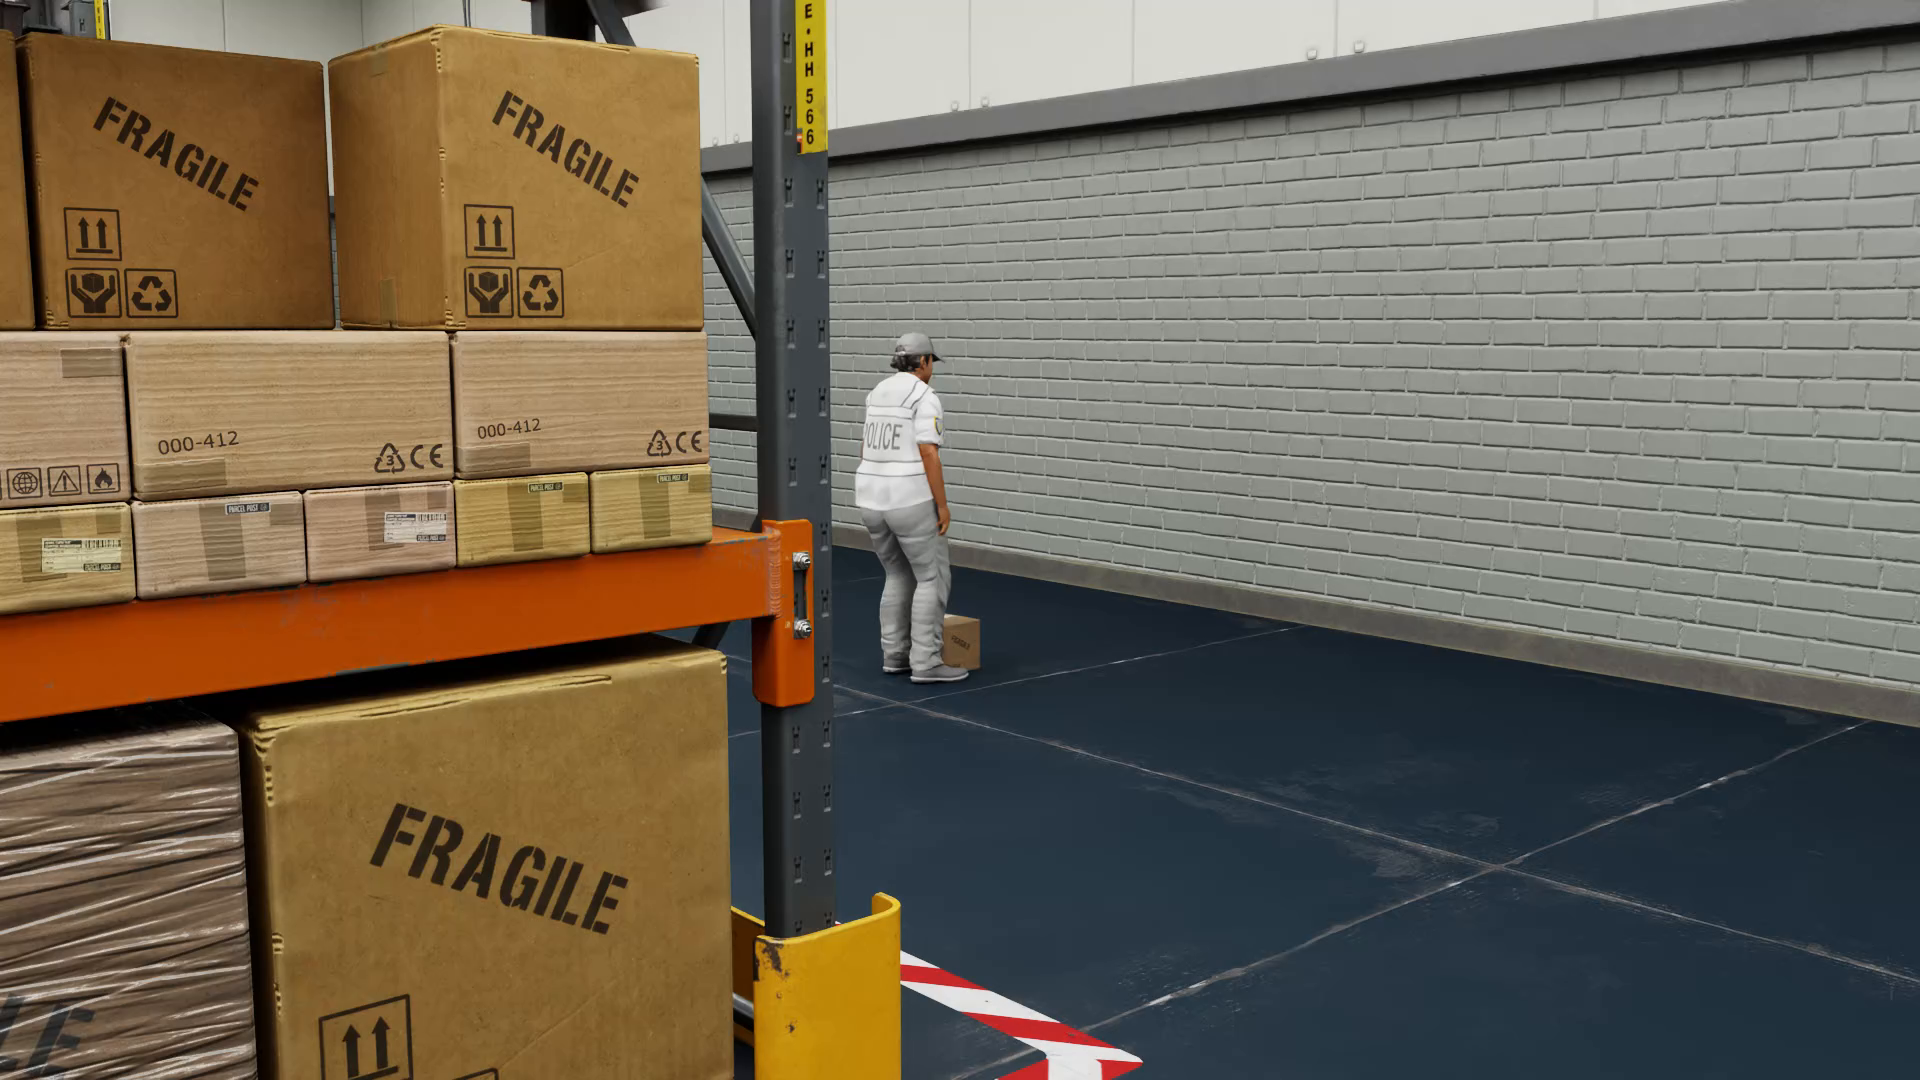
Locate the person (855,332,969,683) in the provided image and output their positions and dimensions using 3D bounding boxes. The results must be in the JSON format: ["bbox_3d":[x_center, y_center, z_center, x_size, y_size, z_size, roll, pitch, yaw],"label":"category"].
[{"bbox_3d":[-0.236,-0.164,8.008,0.469,1.664,0.547,-7,10,-43],"label":"person"}]
